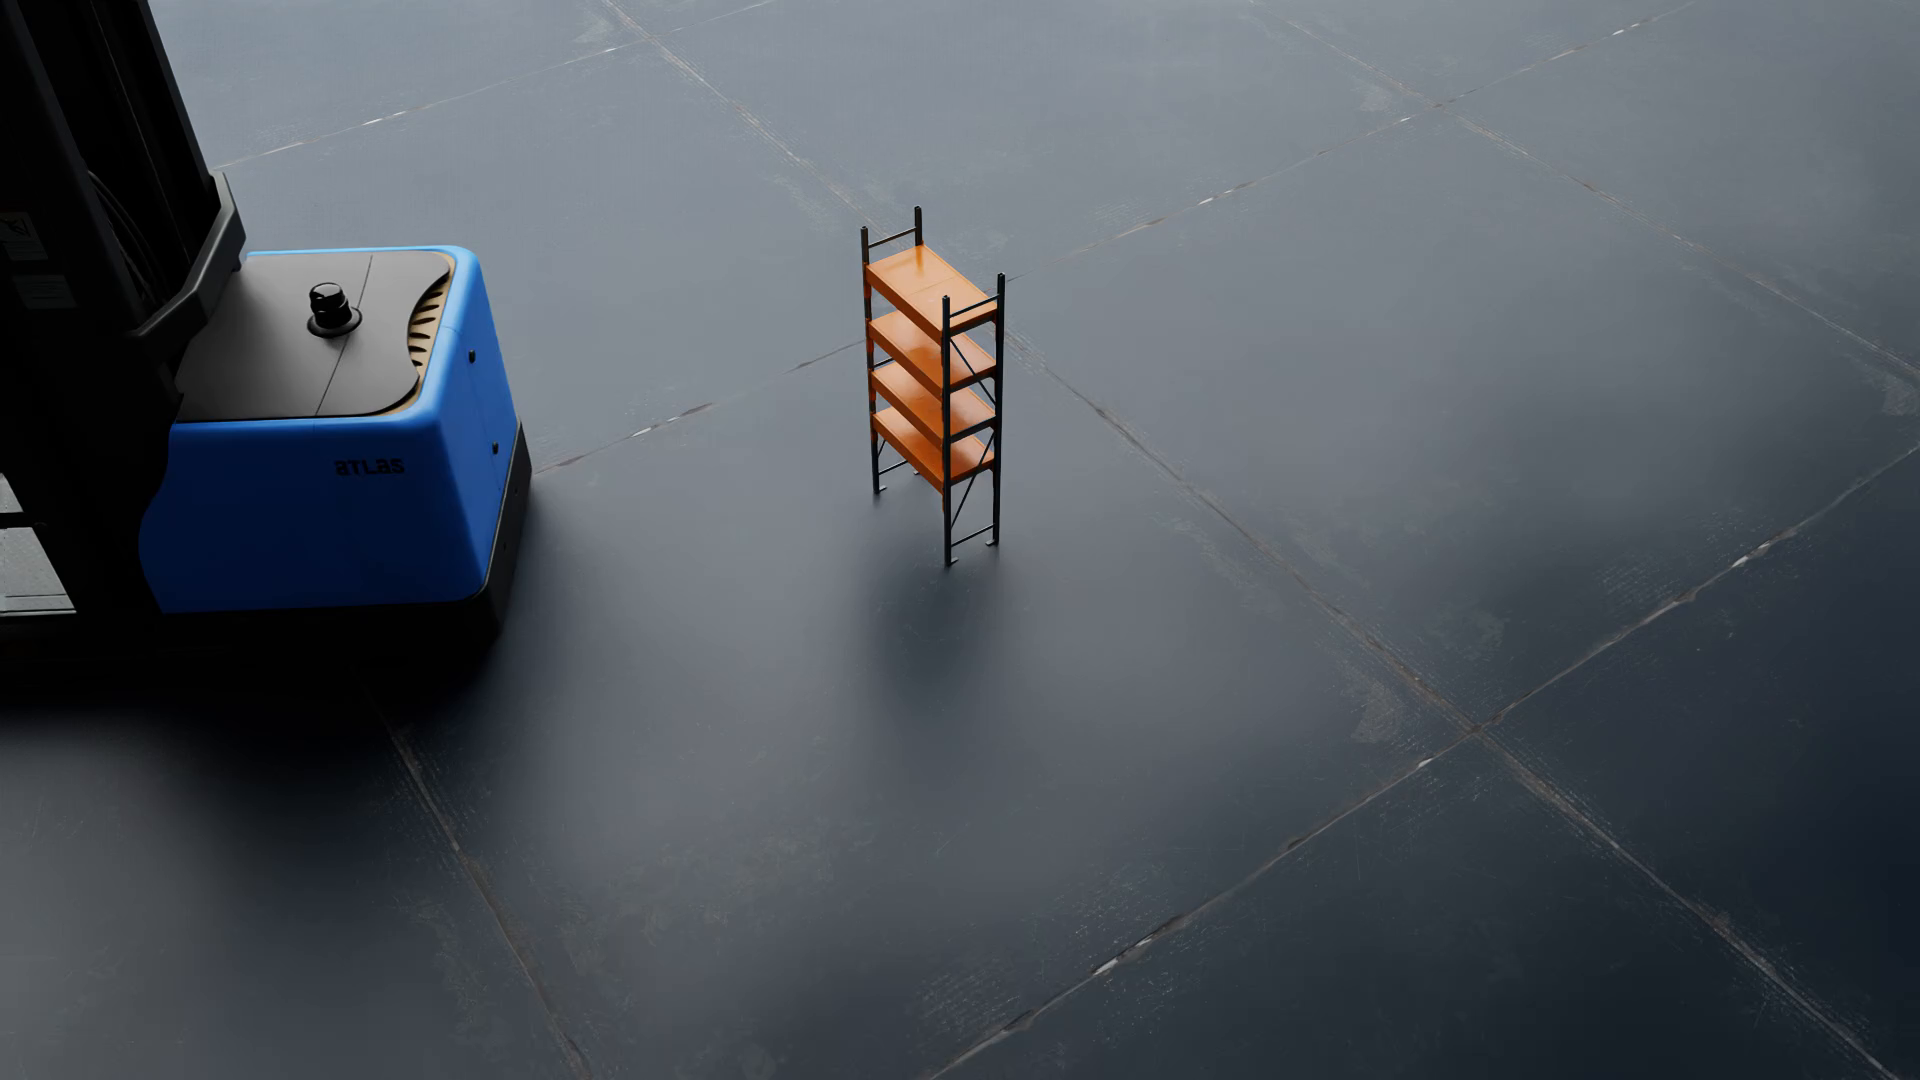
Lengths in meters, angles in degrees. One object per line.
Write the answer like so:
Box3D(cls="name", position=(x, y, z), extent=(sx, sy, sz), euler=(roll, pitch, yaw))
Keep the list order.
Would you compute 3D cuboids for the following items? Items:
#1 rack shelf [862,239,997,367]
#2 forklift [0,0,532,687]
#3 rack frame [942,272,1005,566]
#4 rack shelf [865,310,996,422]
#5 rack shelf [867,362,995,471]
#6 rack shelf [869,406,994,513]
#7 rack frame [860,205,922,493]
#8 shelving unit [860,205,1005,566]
Box3D(cls="rack shelf", position=(-0.095, -0.812, 5.663), extent=(0.258, 0.148, 0.480), euler=(-26, 49, -24))
Box3D(cls="forklift", position=(-3.141, -0.923, 5.095), extent=(3.031, 2.935, 1.130), euler=(-2, 44, -2))
Box3D(cls="rack frame", position=(0.045, -0.390, 5.789), extent=(0.240, 1.200, 0.015), euler=(-26, 49, -24))
Box3D(cls="rack shelf", position=(-0.095, -0.641, 5.826), extent=(0.258, 0.148, 0.480), euler=(-26, 49, -24))
Box3D(cls="rack shelf", position=(-0.095, -0.479, 5.980), extent=(0.258, 0.148, 0.480), euler=(-26, 49, -24))
Box3D(cls="rack shelf", position=(-0.095, -0.335, 6.117), extent=(0.258, 0.148, 0.480), euler=(-26, 49, -24))
Box3D(cls="rack frame", position=(-0.234, -0.666, 6.079), extent=(0.240, 1.200, 0.015), euler=(-26, 49, -24))
Box3D(cls="shelving unit", position=(-0.095, -0.528, 5.934), extent=(0.258, 1.200, 0.503), euler=(-26, 49, -24))
